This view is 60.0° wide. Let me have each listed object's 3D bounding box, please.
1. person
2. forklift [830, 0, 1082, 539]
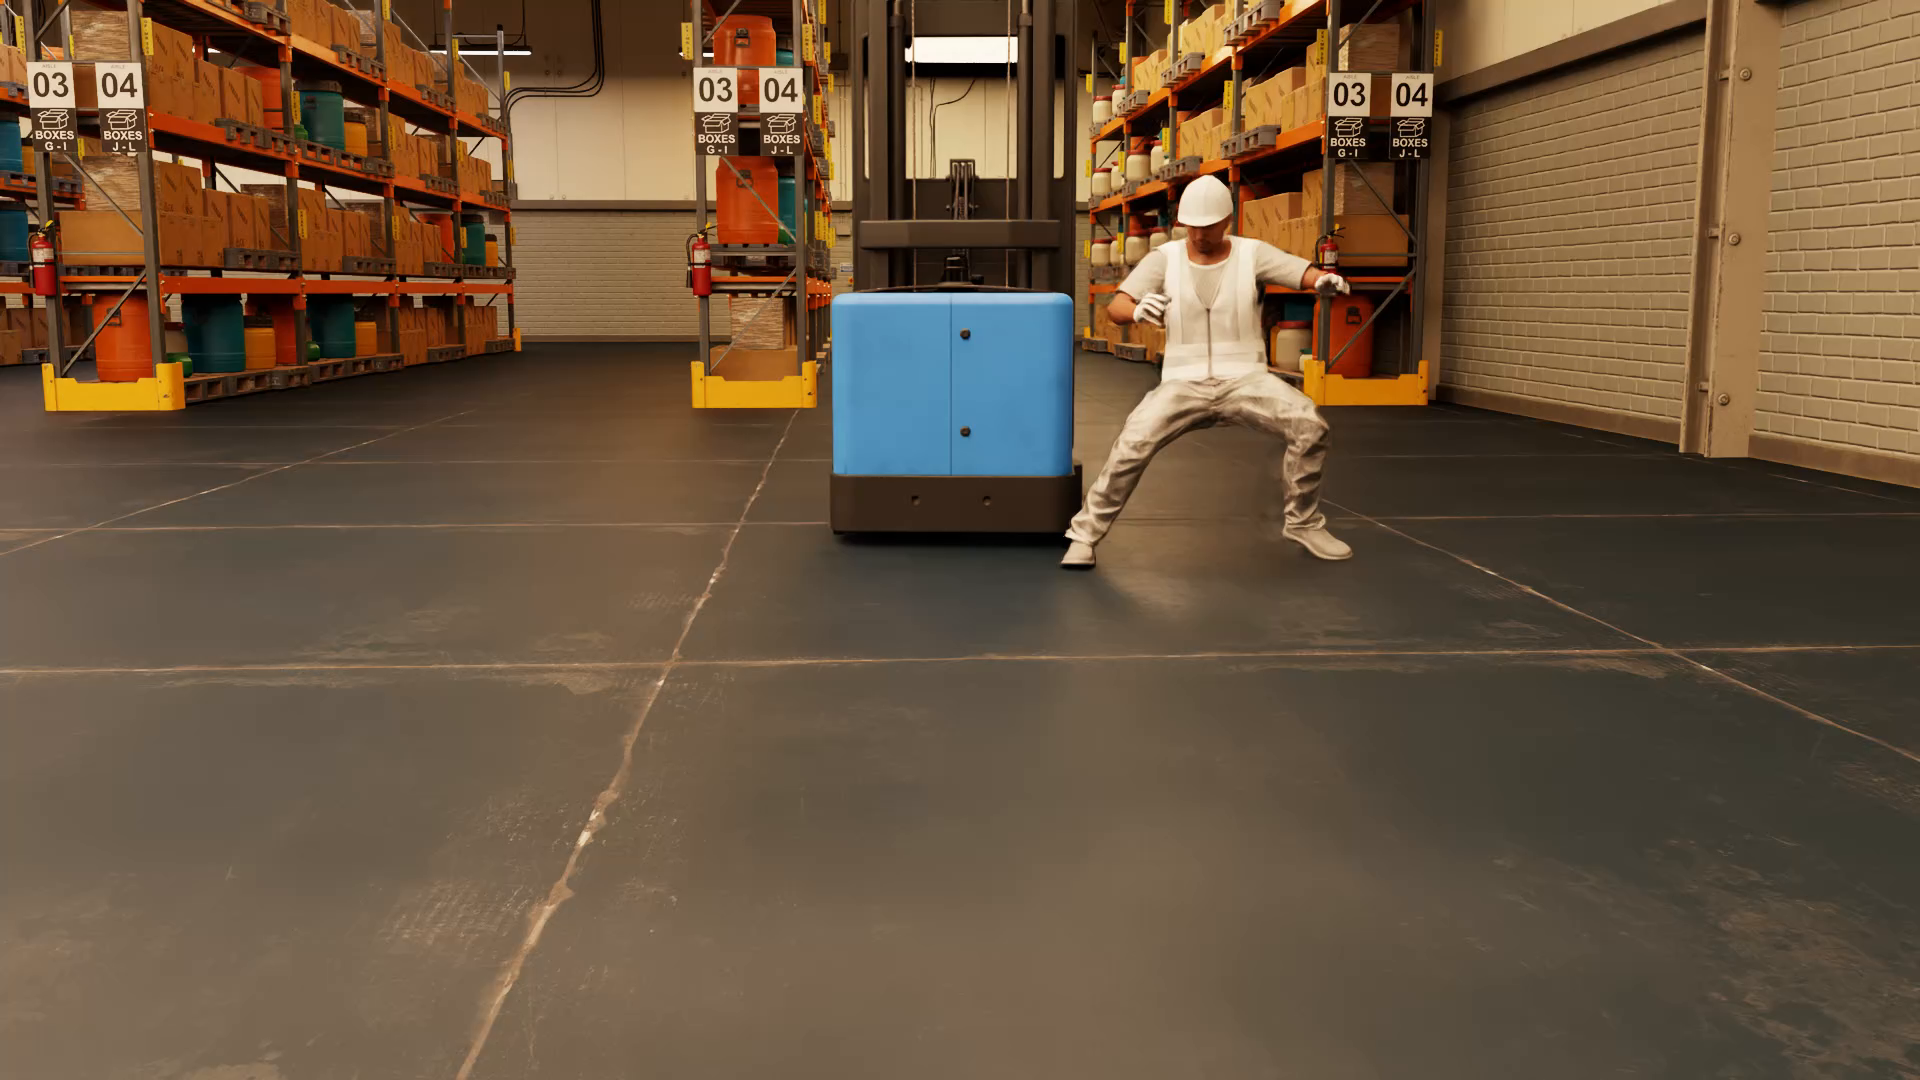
[{"bbox_3d":[0.991,-0.662,6.553,1.132,1.527,0.737,2,9,14],"label":"person"},{"bbox_3d":[0.033,-1.633,8.332,1.130,2.935,3.031,0,8,3],"label":"forklift"}]
